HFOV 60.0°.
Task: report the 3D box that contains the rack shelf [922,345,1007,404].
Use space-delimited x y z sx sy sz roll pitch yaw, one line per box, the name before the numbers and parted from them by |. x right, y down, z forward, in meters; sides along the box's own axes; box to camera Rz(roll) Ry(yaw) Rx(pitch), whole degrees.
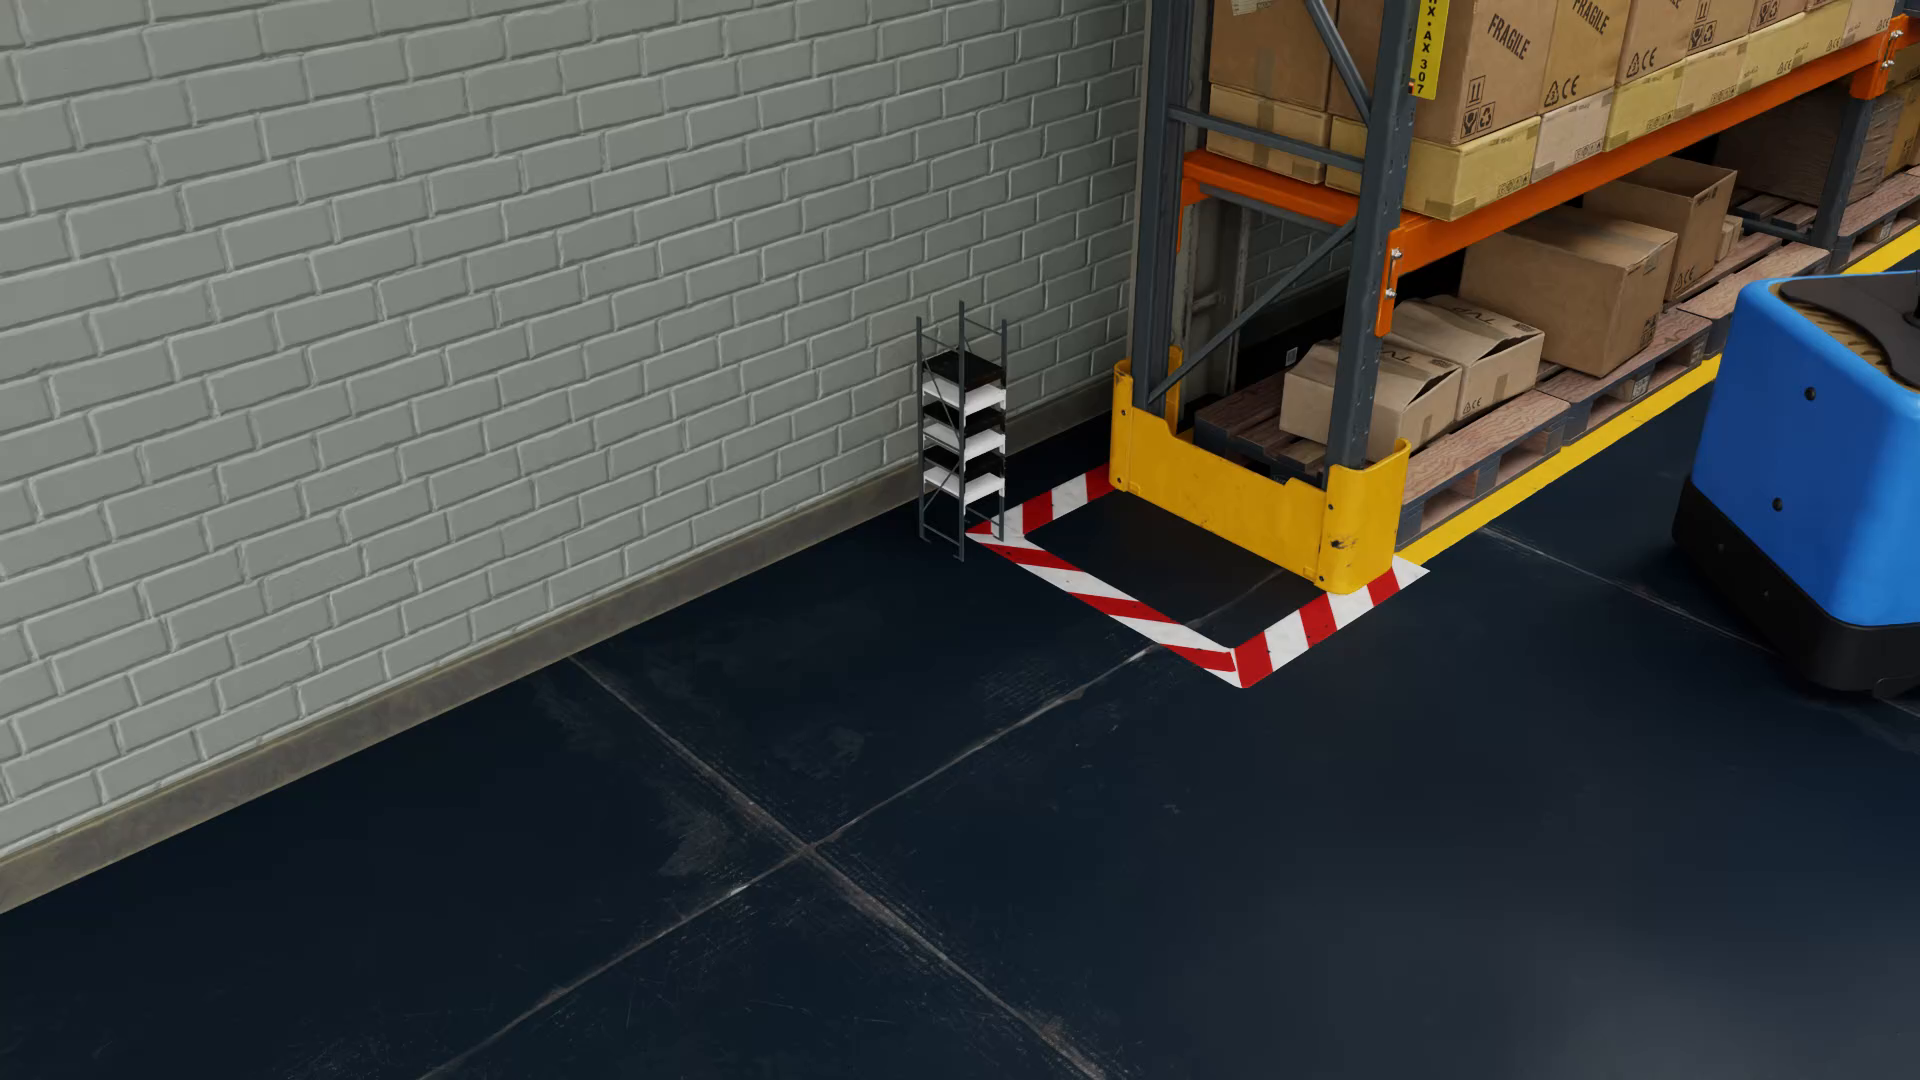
rack shelf | 0.006 -0.589 5.896 0.200 0.077 0.258 -26 40 -35

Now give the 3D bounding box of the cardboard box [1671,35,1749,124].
cardboard box | 2.727 -1.871 6.558 0.500 0.250 0.500 -25 40 -35

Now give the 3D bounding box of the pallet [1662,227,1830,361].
pallet | 3.497 -1.305 8.182 1.213 0.211 1.003 -26 40 -35

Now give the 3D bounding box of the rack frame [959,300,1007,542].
rack frame | 0.080 -0.423 6.079 0.006 0.900 0.240 -26 40 -35

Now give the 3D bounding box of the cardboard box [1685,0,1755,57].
cardboard box | 2.710 -2.187 6.356 0.500 0.500 0.500 -24 39 -34

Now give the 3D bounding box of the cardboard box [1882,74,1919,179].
cardboard box | 4.839 -2.338 9.172 0.500 0.500 0.700 -27 40 -36

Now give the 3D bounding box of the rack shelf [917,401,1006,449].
rack shelf | 0.006 -0.435 5.990 0.200 0.077 0.258 -26 40 -35

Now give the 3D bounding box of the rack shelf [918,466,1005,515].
rack shelf | 0.006 -0.205 6.131 0.200 0.077 0.258 -26 40 -35

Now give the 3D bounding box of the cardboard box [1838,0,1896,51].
cardboard box | 3.825 -2.407 7.436 0.500 0.250 0.500 -26 40 -35

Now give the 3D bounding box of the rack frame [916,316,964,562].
rack frame | -0.069 -0.351 5.961 0.006 0.900 0.240 -26 40 -35

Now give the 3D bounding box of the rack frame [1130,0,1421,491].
rack frame | 1.033 -1.328 5.546 0.127 3.000 1.000 -26 40 -35

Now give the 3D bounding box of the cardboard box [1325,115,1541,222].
cardboard box | 1.606 -1.324 5.665 0.500 0.250 0.500 -27 41 -37

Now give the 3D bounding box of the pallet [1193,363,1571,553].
pallet | 1.708 -0.440 6.767 1.213 0.211 1.003 -26 40 -35

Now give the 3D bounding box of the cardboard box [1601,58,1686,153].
cardboard box | 2.355 -1.692 6.266 0.500 0.250 0.500 -27 40 -36

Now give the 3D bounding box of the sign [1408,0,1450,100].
sign | 1.402 -1.490 4.981 0.005 0.325 0.100 -26 40 -35

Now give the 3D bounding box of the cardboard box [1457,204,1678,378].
cardboard box | 2.591 -1.103 7.154 0.700 0.500 0.500 26 40 36

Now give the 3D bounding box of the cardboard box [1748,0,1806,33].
cardboard box | 3.091 -2.371 6.659 0.500 0.500 0.500 -27 41 -37

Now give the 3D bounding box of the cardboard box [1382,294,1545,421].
cardboard box | 2.019 -0.782 6.809 0.500 0.311 0.500 -22 38 -32

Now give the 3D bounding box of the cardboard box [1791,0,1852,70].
cardboard box | 3.454 -2.234 7.152 0.500 0.250 0.500 -26 40 -35

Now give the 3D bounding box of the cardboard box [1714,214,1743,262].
cardboard box | 3.594 -1.524 8.162 0.380 0.166 0.250 23 38 33

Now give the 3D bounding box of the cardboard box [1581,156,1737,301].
cardboard box | 3.232 -1.484 7.777 0.500 0.500 0.500 26 40 35

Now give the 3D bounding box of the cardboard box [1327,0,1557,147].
cardboard box | 1.587 -1.647 5.473 0.500 0.500 0.500 -26 40 -35

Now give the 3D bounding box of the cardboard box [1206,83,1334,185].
cardboard box | 1.244 -1.512 5.973 0.500 0.250 0.500 -25 39 -35

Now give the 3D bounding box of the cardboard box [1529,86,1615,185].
cardboard box | 1.977 -1.514 5.975 0.500 0.250 0.500 -27 41 -37

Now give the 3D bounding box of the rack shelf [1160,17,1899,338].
rack shelf | 2.499 -1.730 6.894 4.000 0.370 1.077 -26 40 -35

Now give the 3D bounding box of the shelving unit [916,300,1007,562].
shelving unit | 0.006 -0.387 6.020 0.210 0.900 0.258 -26 40 -35

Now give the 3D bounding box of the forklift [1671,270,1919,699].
forklift | 4.180 -1.077 5.201 3.031 2.935 1.130 -4 32 -7

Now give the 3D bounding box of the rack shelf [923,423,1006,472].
rack shelf | 0.006 -0.358 6.037 0.200 0.077 0.258 -26 40 -35

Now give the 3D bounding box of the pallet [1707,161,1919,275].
pallet | 4.536 -1.834 9.046 1.213 0.211 1.003 -26 40 -35

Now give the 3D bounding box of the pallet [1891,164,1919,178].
pallet | 5.431 -2.269 9.758 1.213 0.211 1.003 -26 40 -35

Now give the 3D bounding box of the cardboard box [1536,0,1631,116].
cardboard box | 1.956 -1.818 5.754 0.500 0.500 0.500 -26 40 -35

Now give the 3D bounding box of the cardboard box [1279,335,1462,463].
cardboard box | 1.601 -0.579 6.478 0.500 0.311 0.500 24 39 34

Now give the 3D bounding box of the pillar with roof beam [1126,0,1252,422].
pillar with roof beam | 3.885 -2.820 2.235 0.400 9.000 9.100 -26 40 -35

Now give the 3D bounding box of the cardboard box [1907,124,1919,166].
cardboard box | 5.241 -2.503 9.443 0.500 0.500 0.700 -25 40 -35

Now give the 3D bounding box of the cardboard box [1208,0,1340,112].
cardboard box | 1.234 -1.841 5.791 0.500 0.500 0.500 -26 40 -36

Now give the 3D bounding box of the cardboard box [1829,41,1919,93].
cardboard box | 4.815 -2.613 8.903 0.500 0.250 0.500 -27 40 -36

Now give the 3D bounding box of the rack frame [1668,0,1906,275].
rack frame | 3.966 -2.747 7.866 0.127 3.000 1.000 -26 40 -35

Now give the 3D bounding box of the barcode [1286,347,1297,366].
barcode | 1.343 -0.743 6.736 0.075 0.075 0.001 -26 40 -35

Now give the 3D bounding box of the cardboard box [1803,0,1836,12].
cardboard box | 3.467 -2.546 6.944 0.500 0.500 0.500 -26 40 -36

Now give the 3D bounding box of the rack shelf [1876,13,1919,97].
rack shelf | 5.432 -3.149 9.214 4.000 0.370 1.077 -26 40 -35

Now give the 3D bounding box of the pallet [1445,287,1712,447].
pallet | 2.602 -0.870 7.471 1.213 0.211 1.003 -26 40 -35

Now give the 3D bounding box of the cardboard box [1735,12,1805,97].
cardboard box | 3.095 -2.049 6.851 0.500 0.250 0.500 -26 40 -36

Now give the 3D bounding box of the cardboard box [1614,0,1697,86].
cardboard box | 2.339 -1.999 6.050 0.500 0.500 0.500 -27 41 -37

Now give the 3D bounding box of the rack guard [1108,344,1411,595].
rack guard | 1.088 -0.288 6.242 0.348 0.500 1.175 -26 40 -35

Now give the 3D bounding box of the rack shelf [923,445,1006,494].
rack shelf | 0.006 -0.282 6.084 0.200 0.077 0.258 -26 40 -35

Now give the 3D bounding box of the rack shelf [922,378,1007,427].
rack shelf | 0.006 -0.512 5.943 0.200 0.077 0.258 -26 40 -35

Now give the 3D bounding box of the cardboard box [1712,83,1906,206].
cardboard box | 4.494 -2.135 8.841 0.500 0.500 0.700 -24 39 -34
